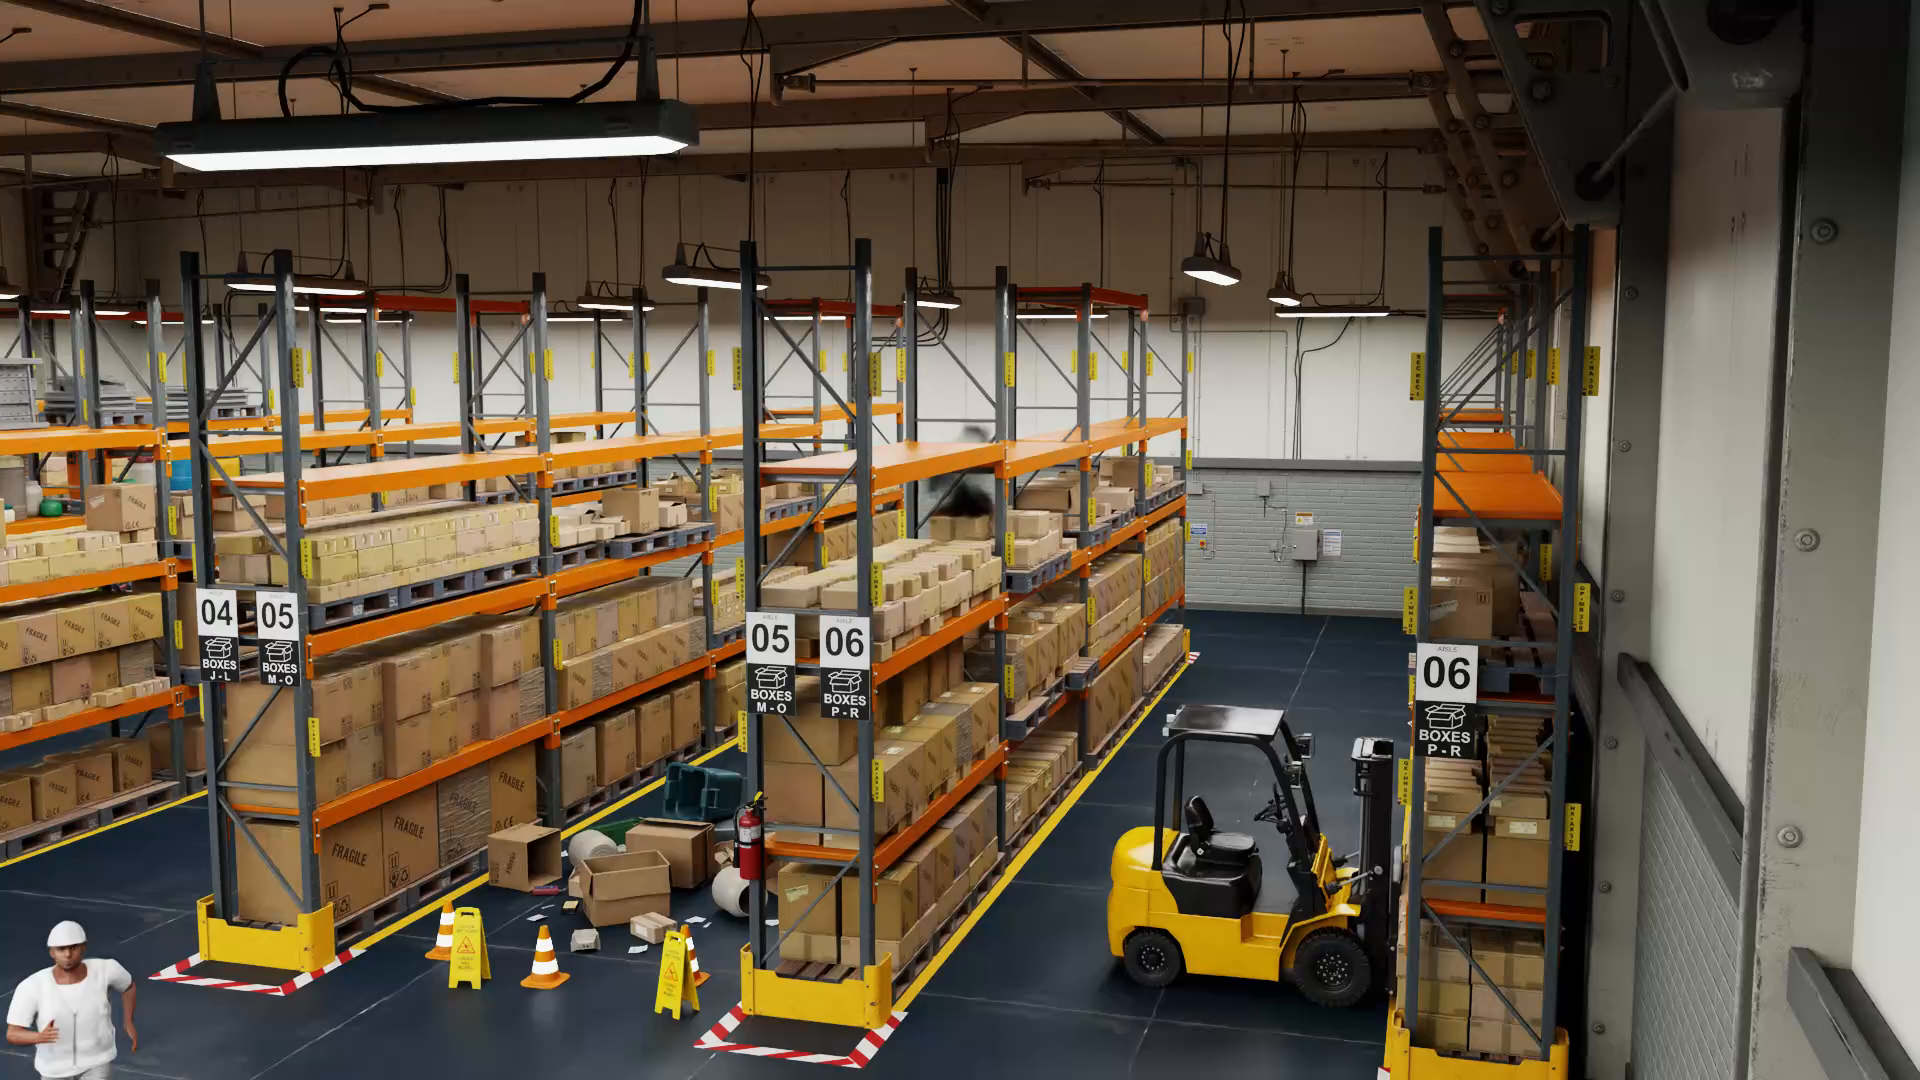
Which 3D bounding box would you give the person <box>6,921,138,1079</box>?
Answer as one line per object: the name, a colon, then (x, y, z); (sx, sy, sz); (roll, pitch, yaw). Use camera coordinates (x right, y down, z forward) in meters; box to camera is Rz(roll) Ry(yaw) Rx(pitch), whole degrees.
person: (-5.298, 3.152, 9.962); (0.691, 1.775, 0.945); (-3, 7, -26)
